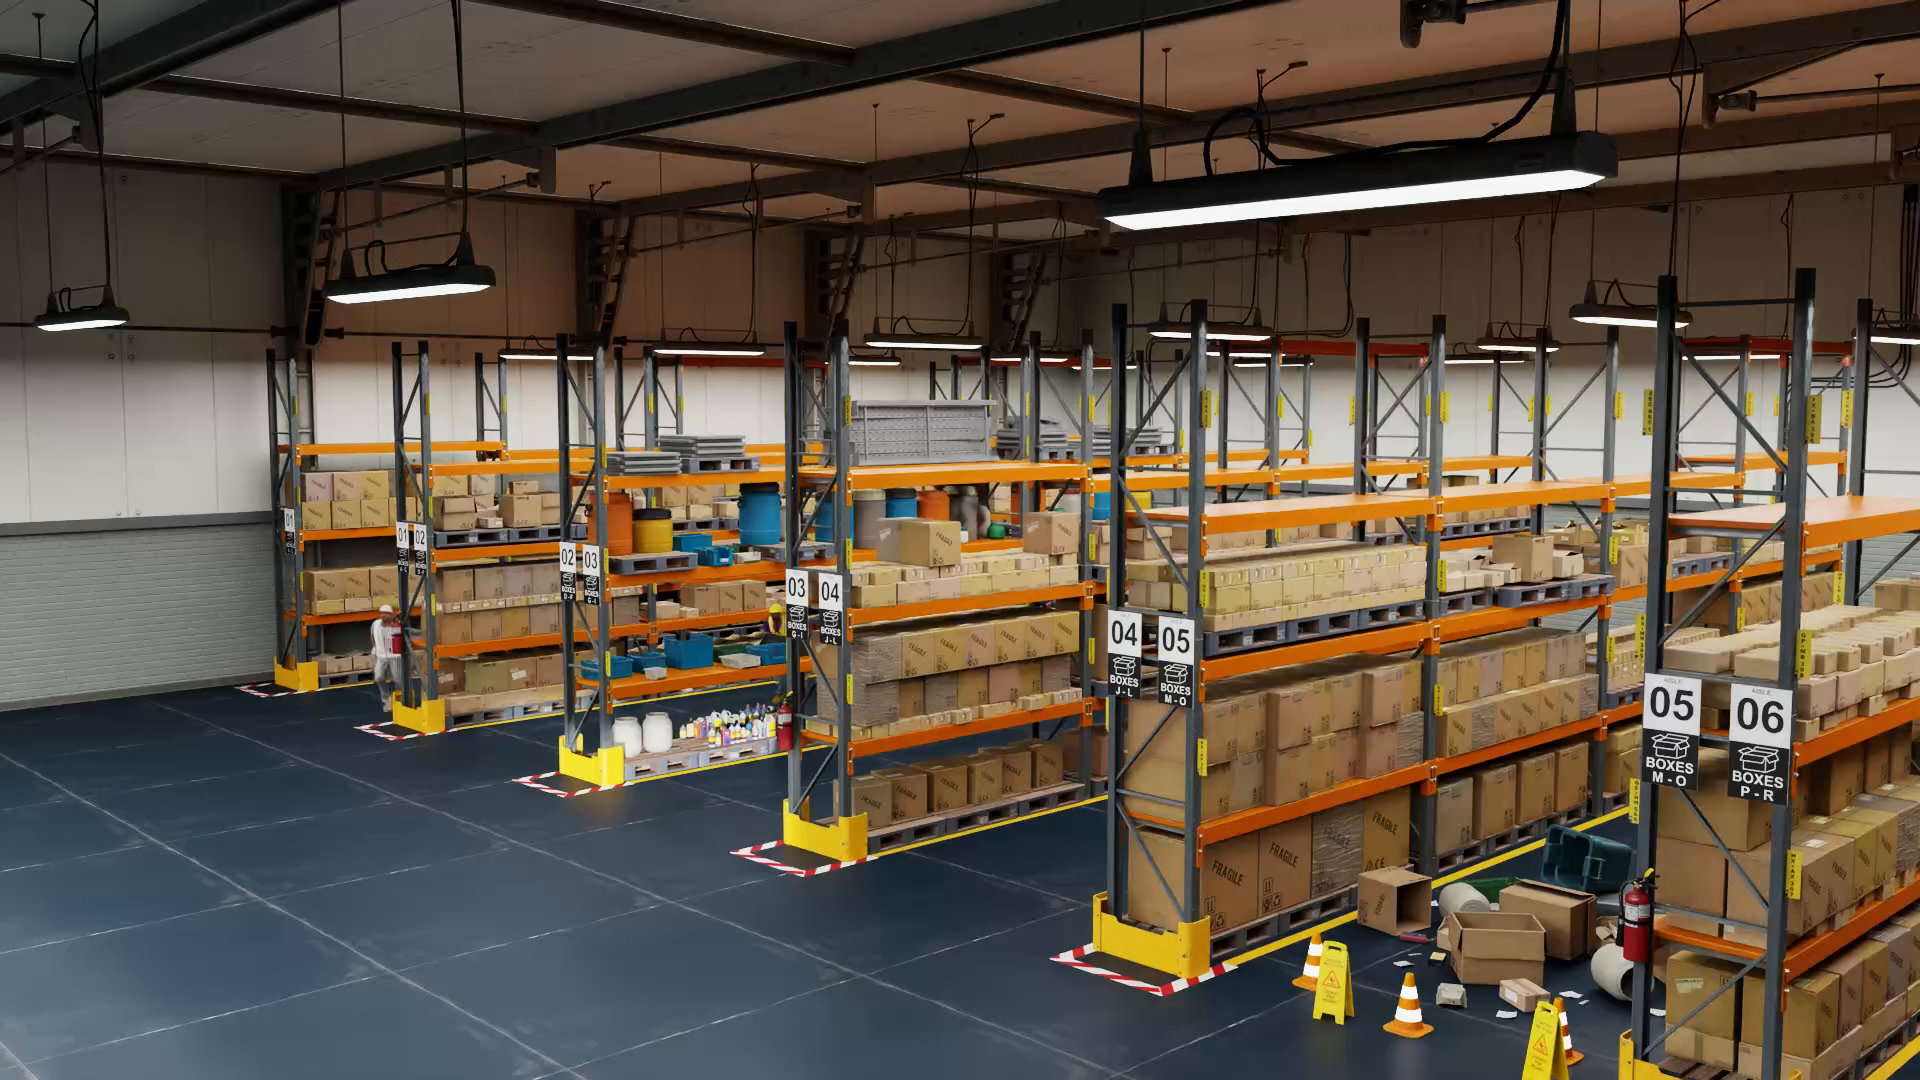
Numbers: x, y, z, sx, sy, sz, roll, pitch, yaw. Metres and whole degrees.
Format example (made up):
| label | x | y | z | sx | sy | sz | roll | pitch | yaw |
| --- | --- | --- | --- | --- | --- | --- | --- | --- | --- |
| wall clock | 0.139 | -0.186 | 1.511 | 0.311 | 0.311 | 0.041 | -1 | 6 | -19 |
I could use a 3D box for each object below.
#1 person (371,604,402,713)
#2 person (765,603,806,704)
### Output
| label | x | y | z | sx | sy | sz | roll | pitch | yaw |
| --- | --- | --- | --- | --- | --- | --- | --- | --- | --- |
| person | -9.381 | 1.939 | 27.284 | 0.646 | 1.788 | 0.827 | 0 | 5 | -2 |
| person | -2.926 | 1.891 | 28.333 | 0.737 | 1.715 | 1.047 | 2 | 5 | 25 |
